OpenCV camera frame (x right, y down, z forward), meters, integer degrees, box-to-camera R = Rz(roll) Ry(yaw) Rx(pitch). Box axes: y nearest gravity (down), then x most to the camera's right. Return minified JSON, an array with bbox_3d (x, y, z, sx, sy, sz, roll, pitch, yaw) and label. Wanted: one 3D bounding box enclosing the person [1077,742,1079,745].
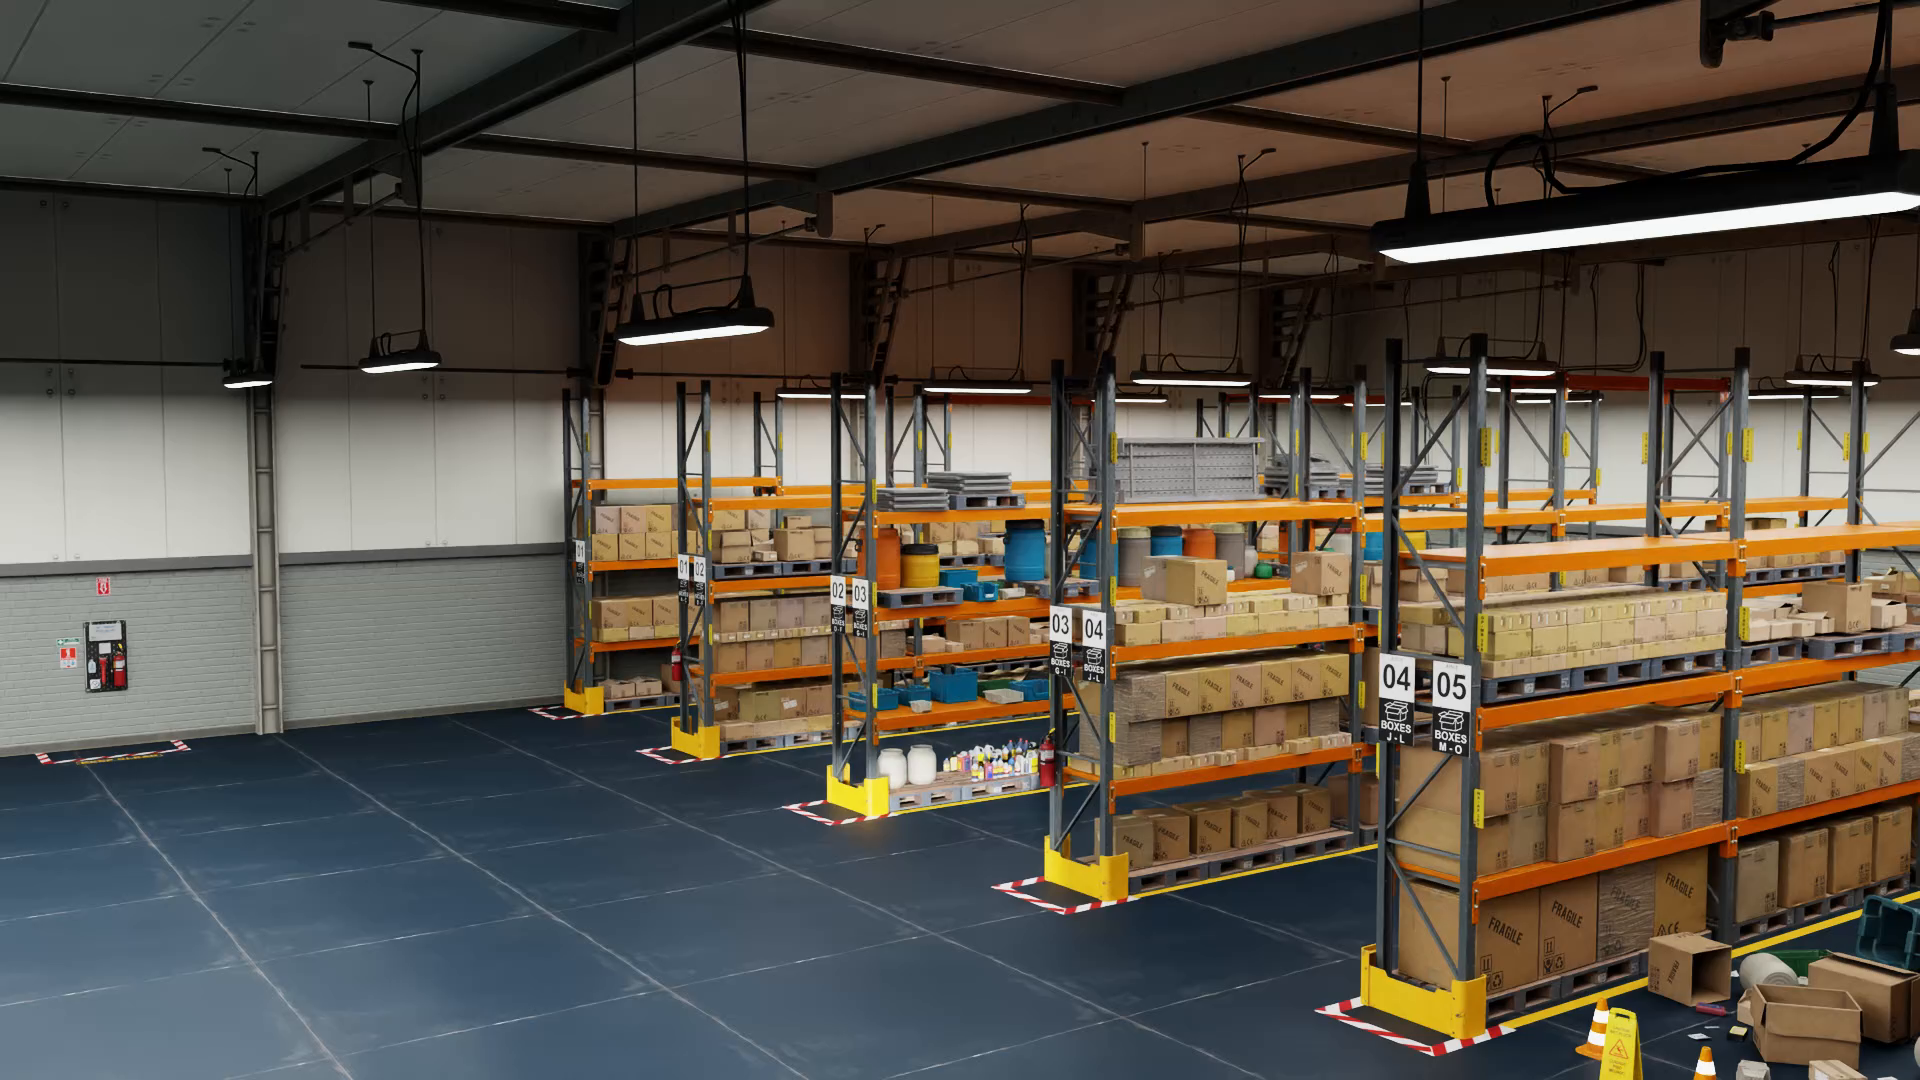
[{"bbox_3d":[2.421,2.527,27.373,1.004,1.719,0.554,-2,4,-26],"label":"person"}]
